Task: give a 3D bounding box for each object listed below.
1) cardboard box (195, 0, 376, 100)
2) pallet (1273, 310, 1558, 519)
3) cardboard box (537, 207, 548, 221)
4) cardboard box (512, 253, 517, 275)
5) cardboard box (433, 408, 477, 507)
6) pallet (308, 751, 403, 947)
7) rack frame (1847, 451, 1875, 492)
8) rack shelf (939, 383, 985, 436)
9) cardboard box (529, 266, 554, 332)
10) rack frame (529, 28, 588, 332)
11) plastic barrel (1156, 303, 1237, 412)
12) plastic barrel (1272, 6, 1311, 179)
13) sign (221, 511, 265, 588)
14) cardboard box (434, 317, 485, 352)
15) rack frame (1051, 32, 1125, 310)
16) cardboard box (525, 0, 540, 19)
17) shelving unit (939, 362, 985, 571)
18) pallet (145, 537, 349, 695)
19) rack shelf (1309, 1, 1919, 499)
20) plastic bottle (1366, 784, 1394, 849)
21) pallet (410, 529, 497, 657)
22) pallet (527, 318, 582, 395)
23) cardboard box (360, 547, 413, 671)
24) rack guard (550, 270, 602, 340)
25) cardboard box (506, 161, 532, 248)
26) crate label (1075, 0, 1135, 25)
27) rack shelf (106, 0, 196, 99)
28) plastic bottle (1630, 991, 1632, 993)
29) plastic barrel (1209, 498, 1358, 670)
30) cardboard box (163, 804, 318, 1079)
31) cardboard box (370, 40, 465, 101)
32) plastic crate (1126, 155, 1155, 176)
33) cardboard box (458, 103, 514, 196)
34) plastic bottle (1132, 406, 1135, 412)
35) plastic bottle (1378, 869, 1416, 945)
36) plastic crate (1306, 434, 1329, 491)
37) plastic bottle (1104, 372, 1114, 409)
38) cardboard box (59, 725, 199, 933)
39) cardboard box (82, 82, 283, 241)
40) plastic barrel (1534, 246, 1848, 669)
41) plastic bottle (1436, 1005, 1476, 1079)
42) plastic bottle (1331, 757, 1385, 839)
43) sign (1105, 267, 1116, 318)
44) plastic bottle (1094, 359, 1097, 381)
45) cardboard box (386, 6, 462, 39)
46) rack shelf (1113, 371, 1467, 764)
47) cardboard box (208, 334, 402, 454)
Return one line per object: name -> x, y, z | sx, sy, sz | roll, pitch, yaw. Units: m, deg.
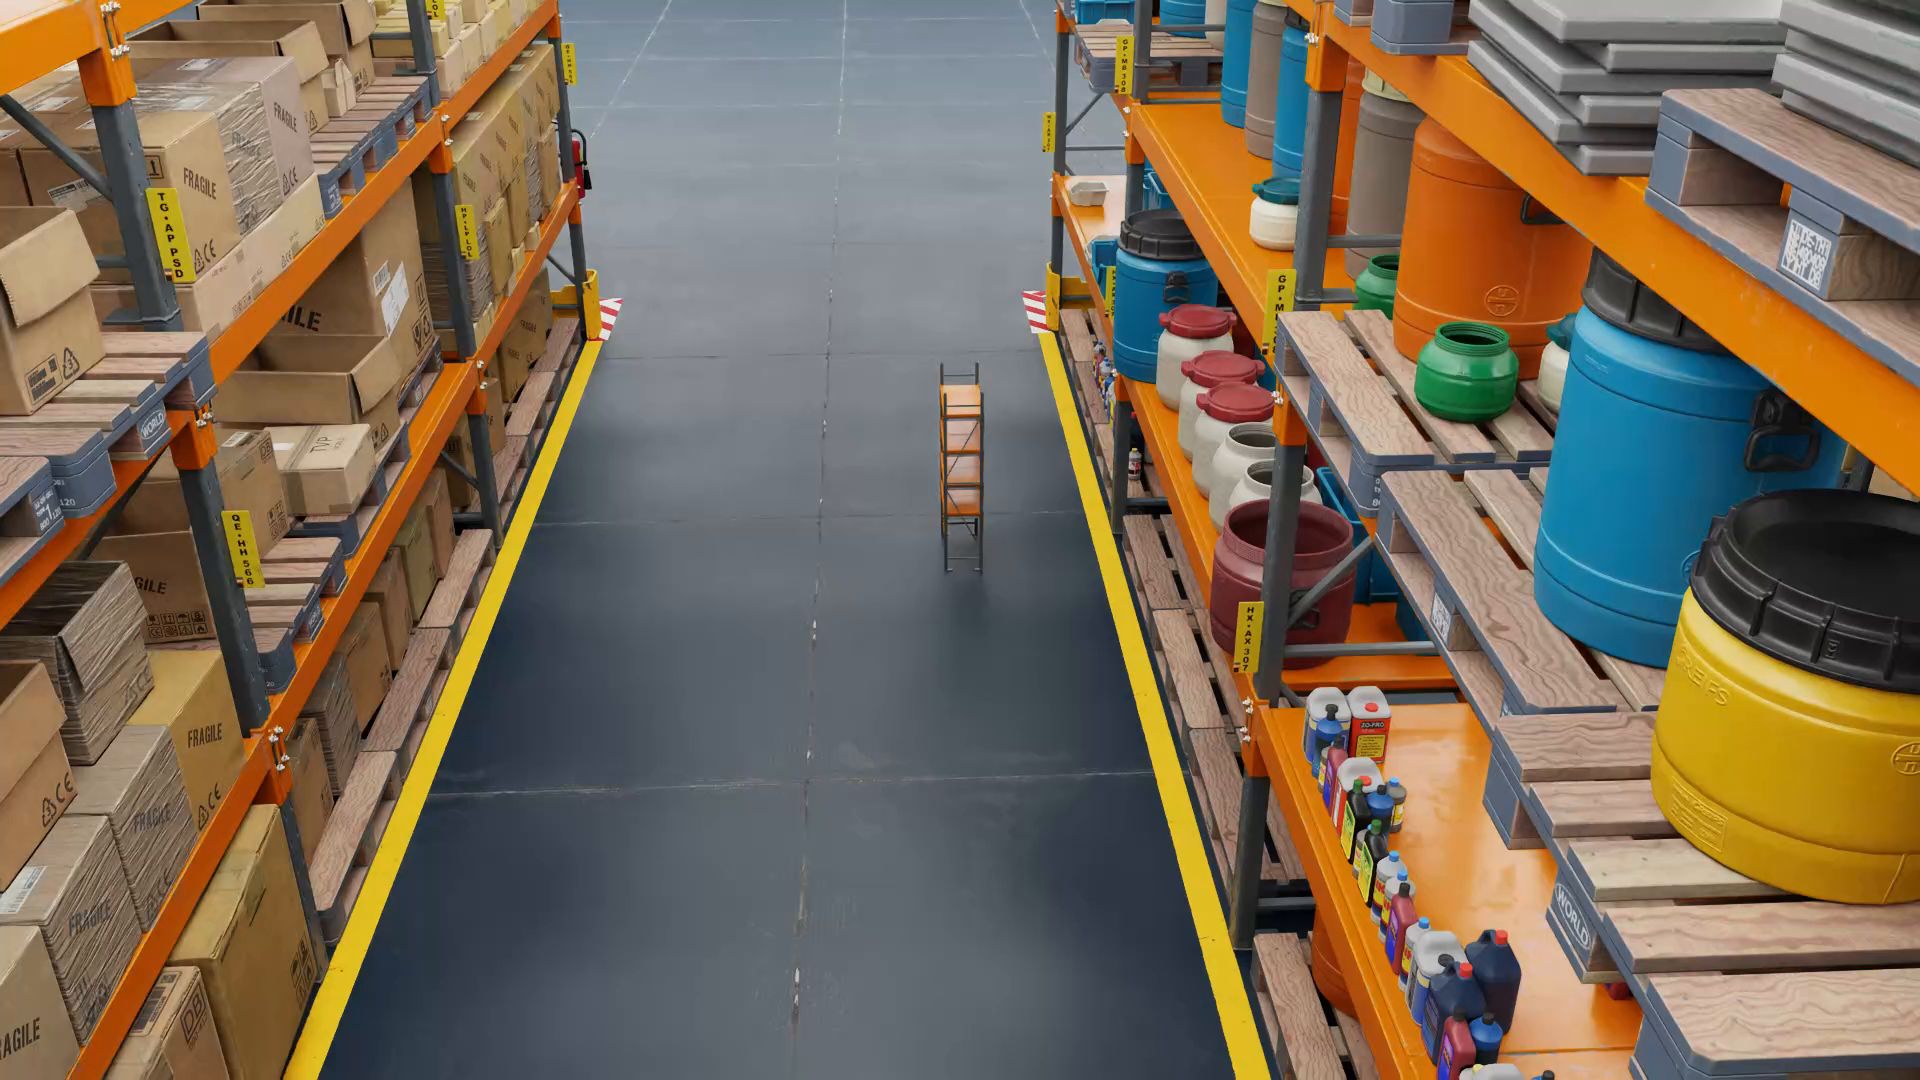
cardboard box -> -3.528, -2.624, 8.790 | 0.797, 0.503, 0.637 | -3, 28, -5
pallet -> 1.643, -0.444, 5.381 | 1.003, 0.211, 1.213 | -1, 28, -3
cardboard box -> -3.367, -2.545, 12.720 | 0.380, 0.149, 0.250 | -1, 28, -3
cardboard box -> -3.255, -1.853, 11.394 | 0.380, 0.149, 0.250 | -1, 28, -3
cardboard box -> -3.435, -0.545, 10.862 | 0.500, 0.500, 0.500 | -2, 28, -4
pallet -> -3.284, 1.441, 7.821 | 1.003, 0.211, 1.213 | -1, 28, -3
rack frame -> 6.439, -1.519, 10.481 | 1.000, 3.000, 0.127 | -1, 28, -3
rack shelf -> 0.009, -0.804, 10.206 | 0.258, 0.148, 0.480 | -1, 28, -3
cardboard box -> -3.647, -1.918, 13.495 | 0.500, 0.500, 0.500 | 4, 28, 7
rack frame -> -3.663, -3.129, 13.567 | 1.000, 3.000, 0.127 | -1, 28, -3
plastic barrel -> 1.323, -1.014, 9.366 | 0.433, 0.535, 0.433 | 0, 28, 0
plastic barrel -> 1.804, -2.120, 7.847 | 0.600, 0.901, 0.708 | -1, 28, -3
sign -> -2.691, 0.037, 6.245 | 0.100, 0.325, 0.005 | -1, 28, -3
cardboard box -> -3.165, -1.277, 10.288 | 0.380, 0.149, 0.250 | -1, 28, -3
rack frame -> 1.284, -3.248, 13.797 | 1.000, 3.000, 0.127 | -1, 28, -3
cardboard box -> -3.355, -3.945, 12.051 | 0.500, 0.250, 0.500 | -1, 28, -2
shelving unit -> 0.009, -0.456, 10.388 | 0.258, 1.200, 0.503 | -1, 28, -3
pallet -> -3.389, 0.324, 7.154 | 1.213, 0.211, 1.003 | -1, 28, -3
rack shelf -> 1.806, -0.794, 3.814 | 1.077, 0.370, 4.000 | -1, 28, -3
plastic bottle -> 1.465, 0.977, 5.834 | 0.097, 0.271, 0.097 | 0, 28, 0
pallet -> -3.412, 0.314, 9.981 | 1.003, 0.211, 1.213 | -1, 28, -3
pallet -> -3.652, -1.481, 13.424 | 1.003, 0.211, 1.213 | -1, 28, -3
cardboard box -> -3.408, 0.395, 9.039 | 0.700, 0.500, 0.500 | -4, 28, -7
rack guard -> -3.659, -1.985, 14.078 | 1.175, 0.500, 0.348 | -1, 28, -3
cardboard box -> -3.518, -2.359, 11.662 | 0.875, 0.500, 0.500 | -1, 28, -3
crate label -> 1.051, -3.640, 11.465 | 0.502, 0.251, 0.408 | -1, 28, -3
rack shelf -> -3.349, -2.521, 7.126 | 1.077, 0.370, 4.000 | -1, 28, -3
plastic bottle -> 2.175, 1.247, 5.231 | 0.144, 0.351, 0.185 | -1, 28, -3
plastic barrel -> 1.374, 0.179, 7.078 | 0.600, 0.536, 0.708 | -1, 28, -3
cardboard box -> -3.230, 1.641, 6.266 | 1.225, 0.875, 0.875 | -3, 28, -5
cardboard box -> -3.222, -2.759, 9.777 | 0.500, 0.250, 0.500 | -2, 28, -5
plastic crate -> 1.608, -2.958, 13.402 | 0.499, 0.251, 0.616 | -1, 28, -3
cardboard box -> -3.277, -2.577, 10.998 | 0.500, 0.500, 0.500 | -1, 28, -3
plastic bottle -> 1.161, -0.801, 11.492 | 0.144, 0.351, 0.185 | -3, 28, -5
plastic bottle -> 1.428, 1.192, 5.422 | 0.097, 0.271, 0.097 | 0, 28, 0
plastic crate -> 1.922, -0.336, 8.143 | 0.402, 0.464, 0.583 | -1, 28, -3
plastic bottle -> 1.101, -1.091, 12.134 | 0.097, 0.271, 0.097 | 0, 28, 0
cardboard box -> -2.952, 0.974, 5.593 | 0.500, 0.500, 0.500 | -2, 28, -3
cardboard box -> -3.035, -1.488, 6.529 | 0.500, 0.500, 0.500 | -1, 28, -2
plastic barrel -> 1.668, -0.230, 3.769 | 0.600, 0.901, 0.708 | -1, 28, -3
plastic bottle -> 1.444, 1.494, 4.830 | 0.061, 0.283, 0.133 | -1, 28, -3
plastic bottle -> 1.425, 0.922, 5.934 | 0.152, 0.276, 0.135 | -1, 28, -3
sign -> 0.942, -1.516, 10.175 | 0.100, 0.325, 0.005 | -1, 28, -3
plastic bottle -> 1.072, -1.310, 12.630 | 0.097, 0.201, 0.097 | 0, 28, 0
cardboard box -> -3.238, -3.127, 10.051 | 0.380, 0.149, 0.250 | -1, 28, -2
rack shelf -> 1.597, -0.158, 8.650 | 1.077, 0.370, 4.000 | -1, 28, -3
cardboard box -> -3.271, -0.715, 8.374 | 0.797, 0.503, 0.637 | 1, 28, 3
